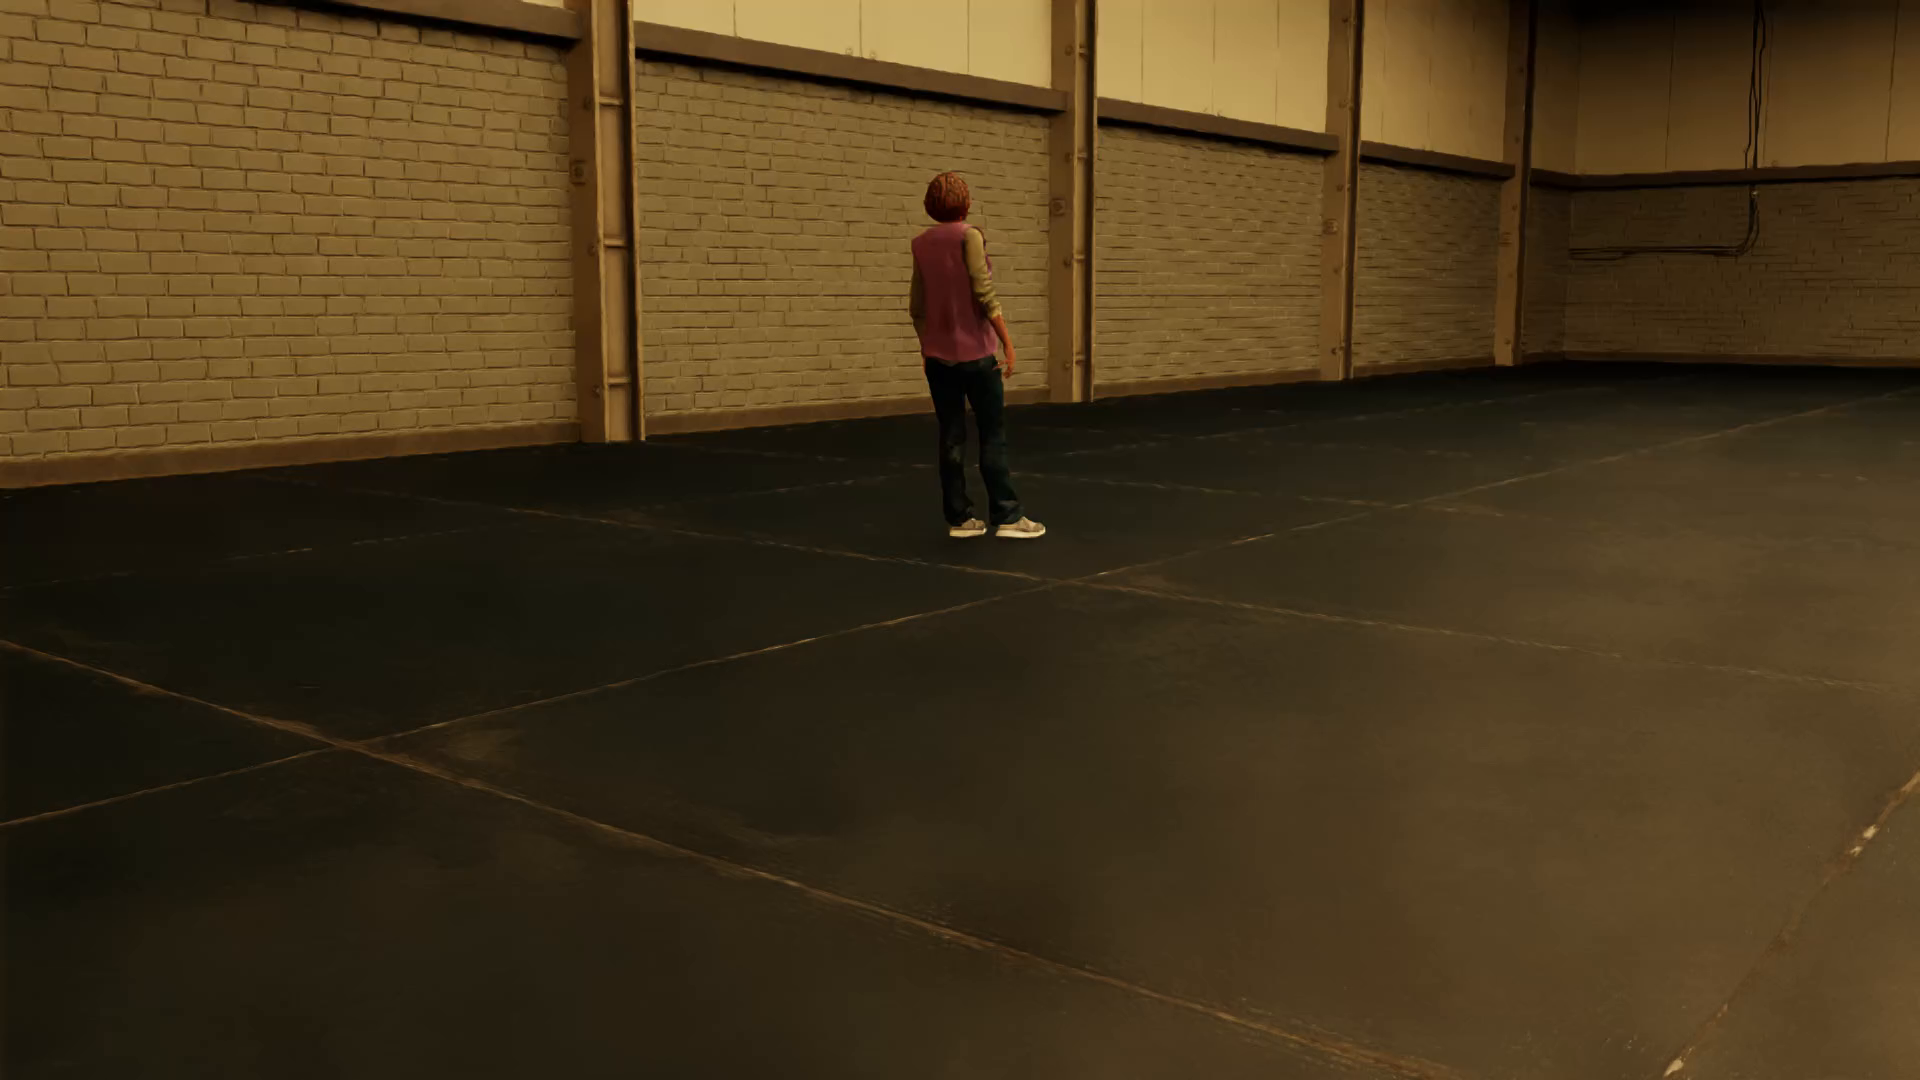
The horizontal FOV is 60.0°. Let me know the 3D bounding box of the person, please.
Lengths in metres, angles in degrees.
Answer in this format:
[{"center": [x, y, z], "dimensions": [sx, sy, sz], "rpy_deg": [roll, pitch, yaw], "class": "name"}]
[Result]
[{"center": [0.057, -0.804, 7.337], "dimensions": [0.520, 1.597, 0.474], "rpy_deg": [7, 11, 38], "class": "person"}]
